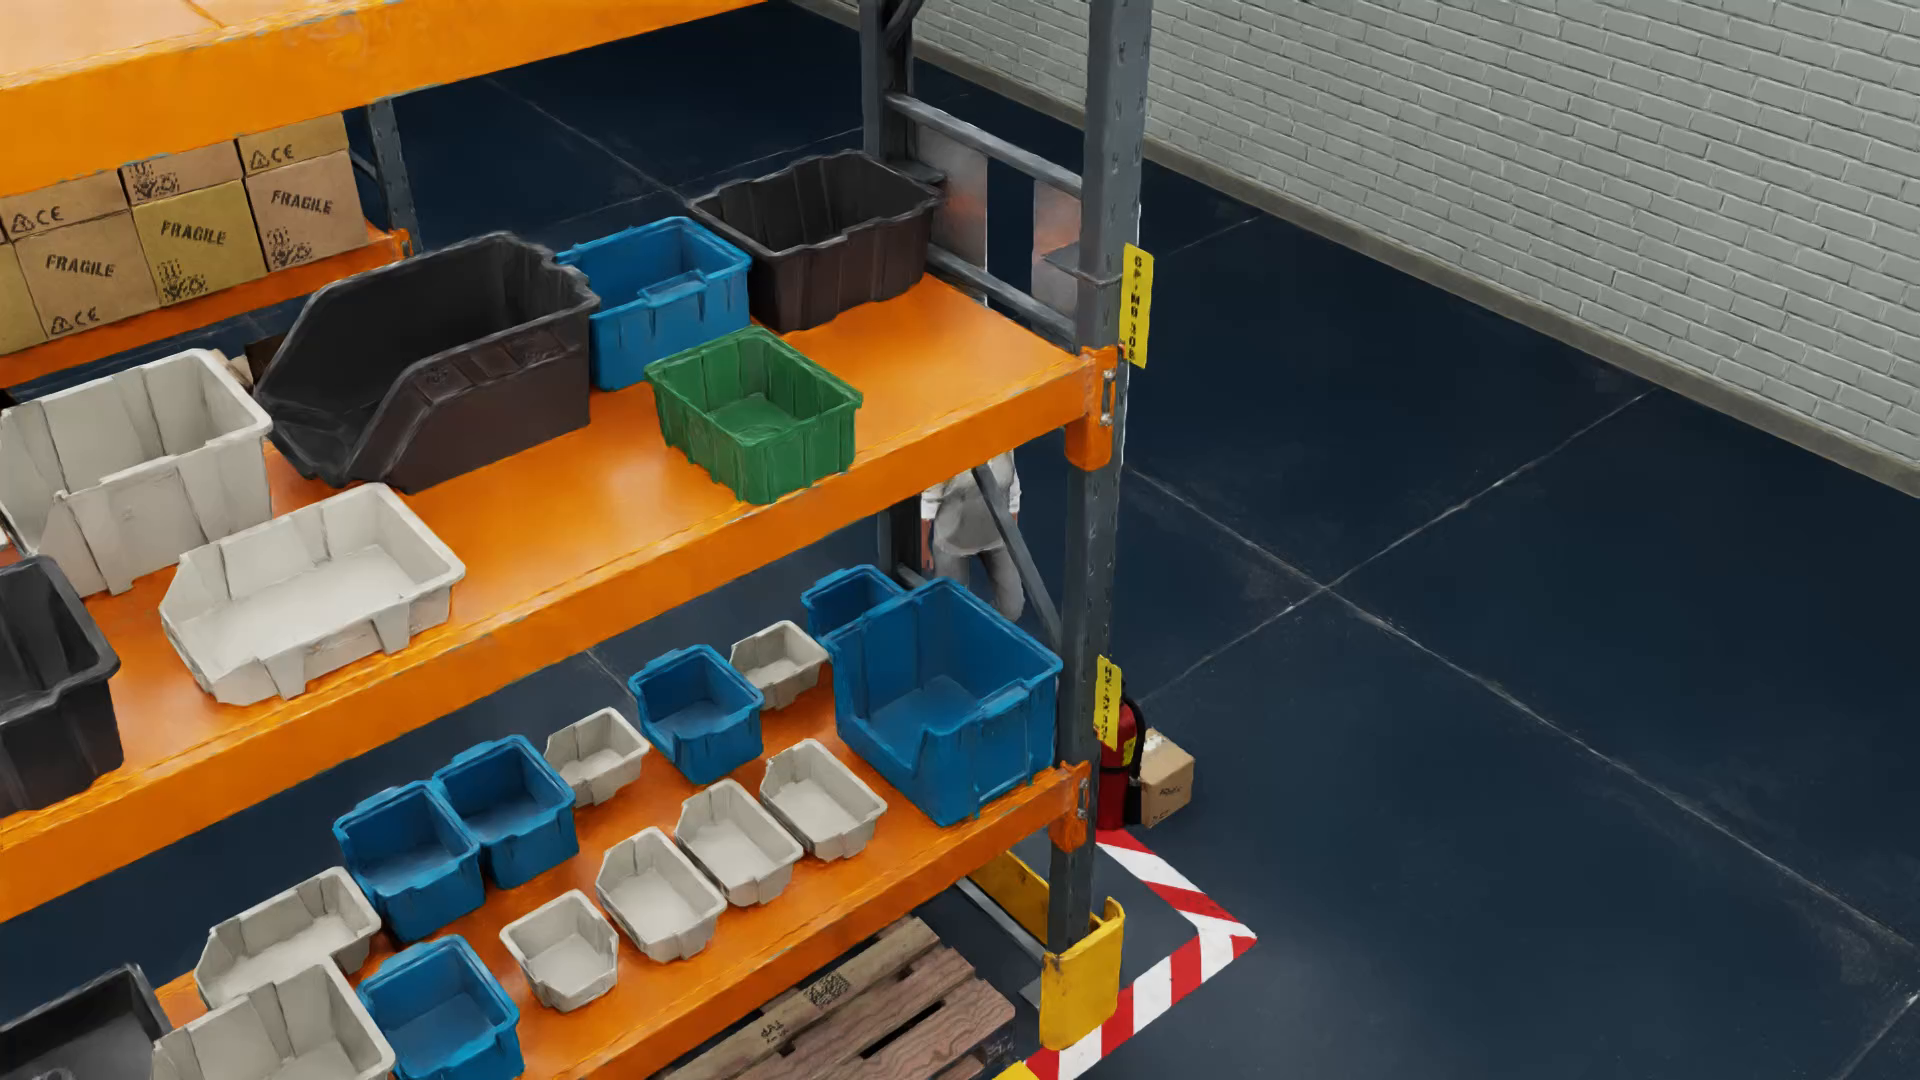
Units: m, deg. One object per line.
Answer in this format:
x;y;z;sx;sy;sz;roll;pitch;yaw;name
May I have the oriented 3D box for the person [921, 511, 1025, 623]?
0.042;0.005;7.062;0.451;1.597;0.347;-11;38;-14;person
